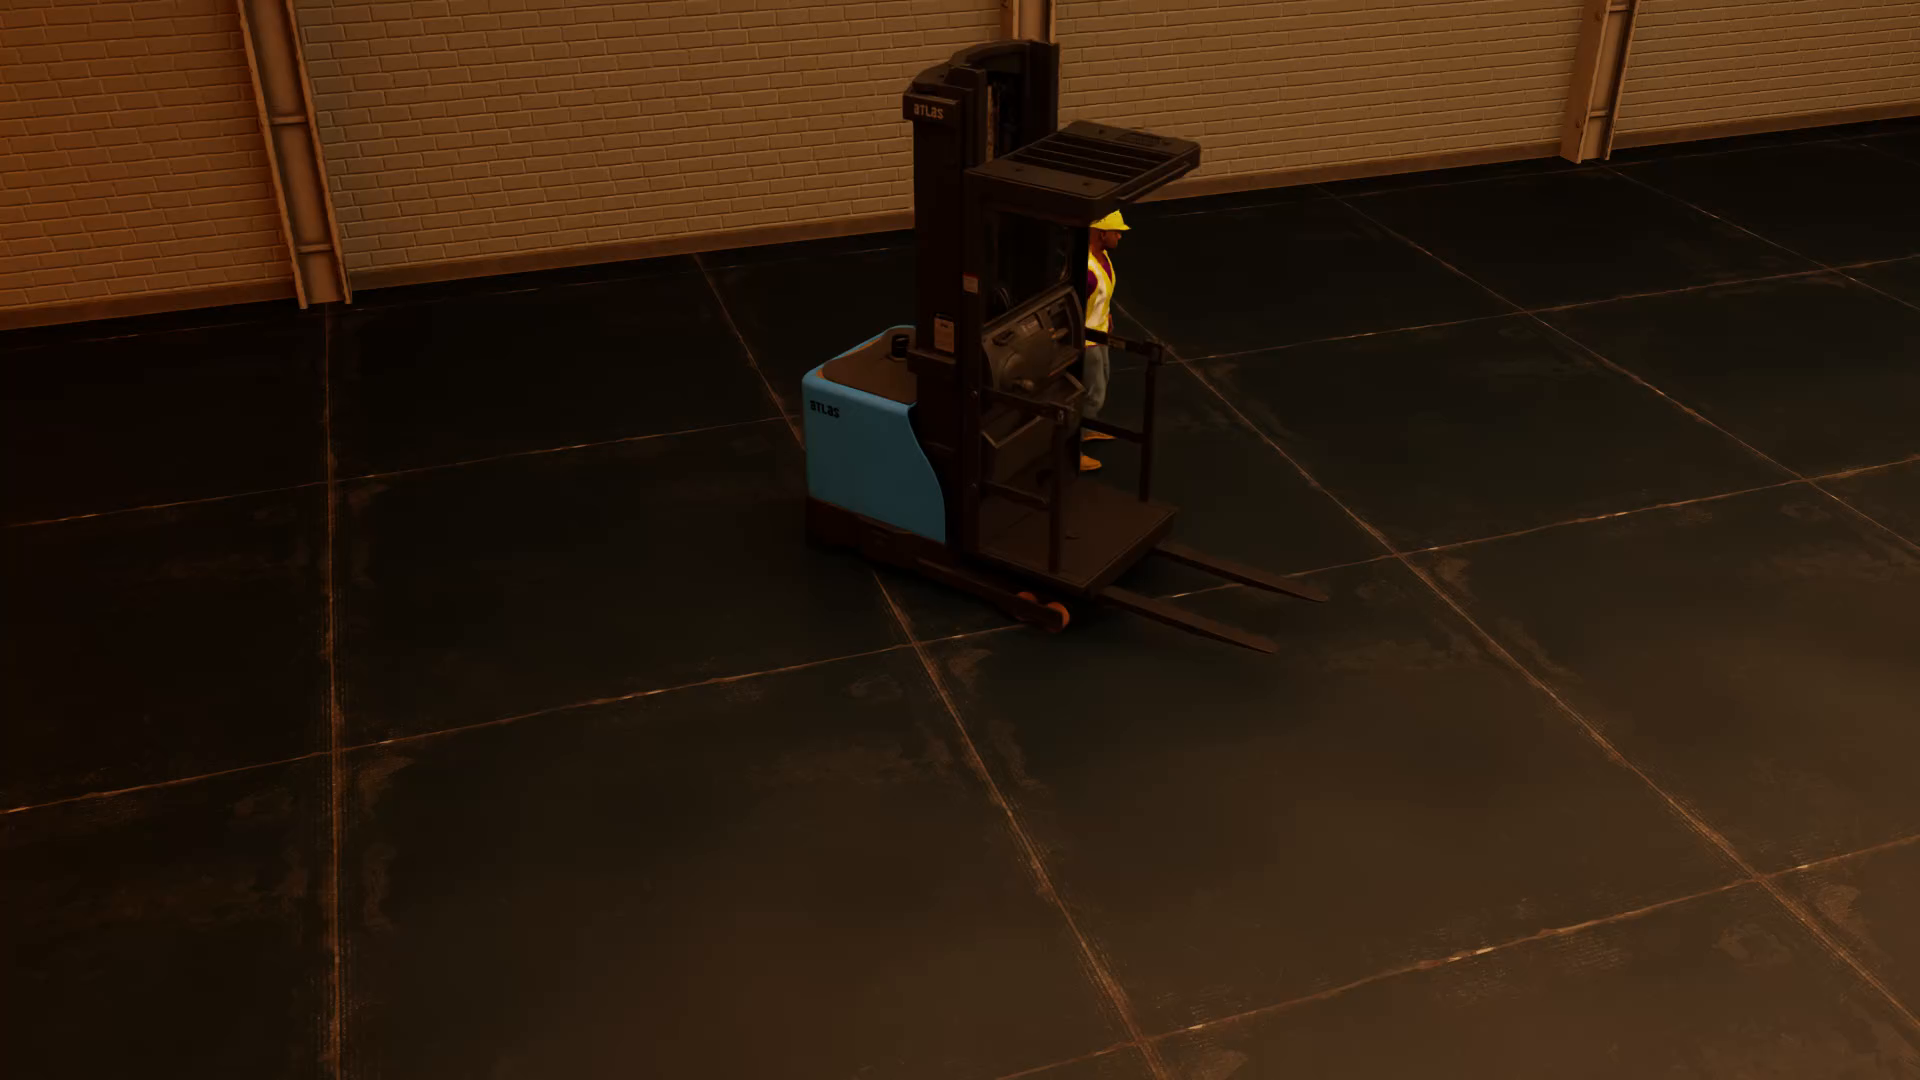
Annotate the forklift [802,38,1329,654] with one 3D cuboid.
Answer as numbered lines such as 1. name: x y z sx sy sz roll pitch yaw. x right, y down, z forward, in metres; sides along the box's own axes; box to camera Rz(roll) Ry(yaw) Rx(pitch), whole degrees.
1. forklift: 0.575 -1.063 8.934 3.031 2.935 1.130 19 35 30

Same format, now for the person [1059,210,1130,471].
1. person: 0.831 -1.295 10.534 0.421 1.739 0.824 6 30 10
